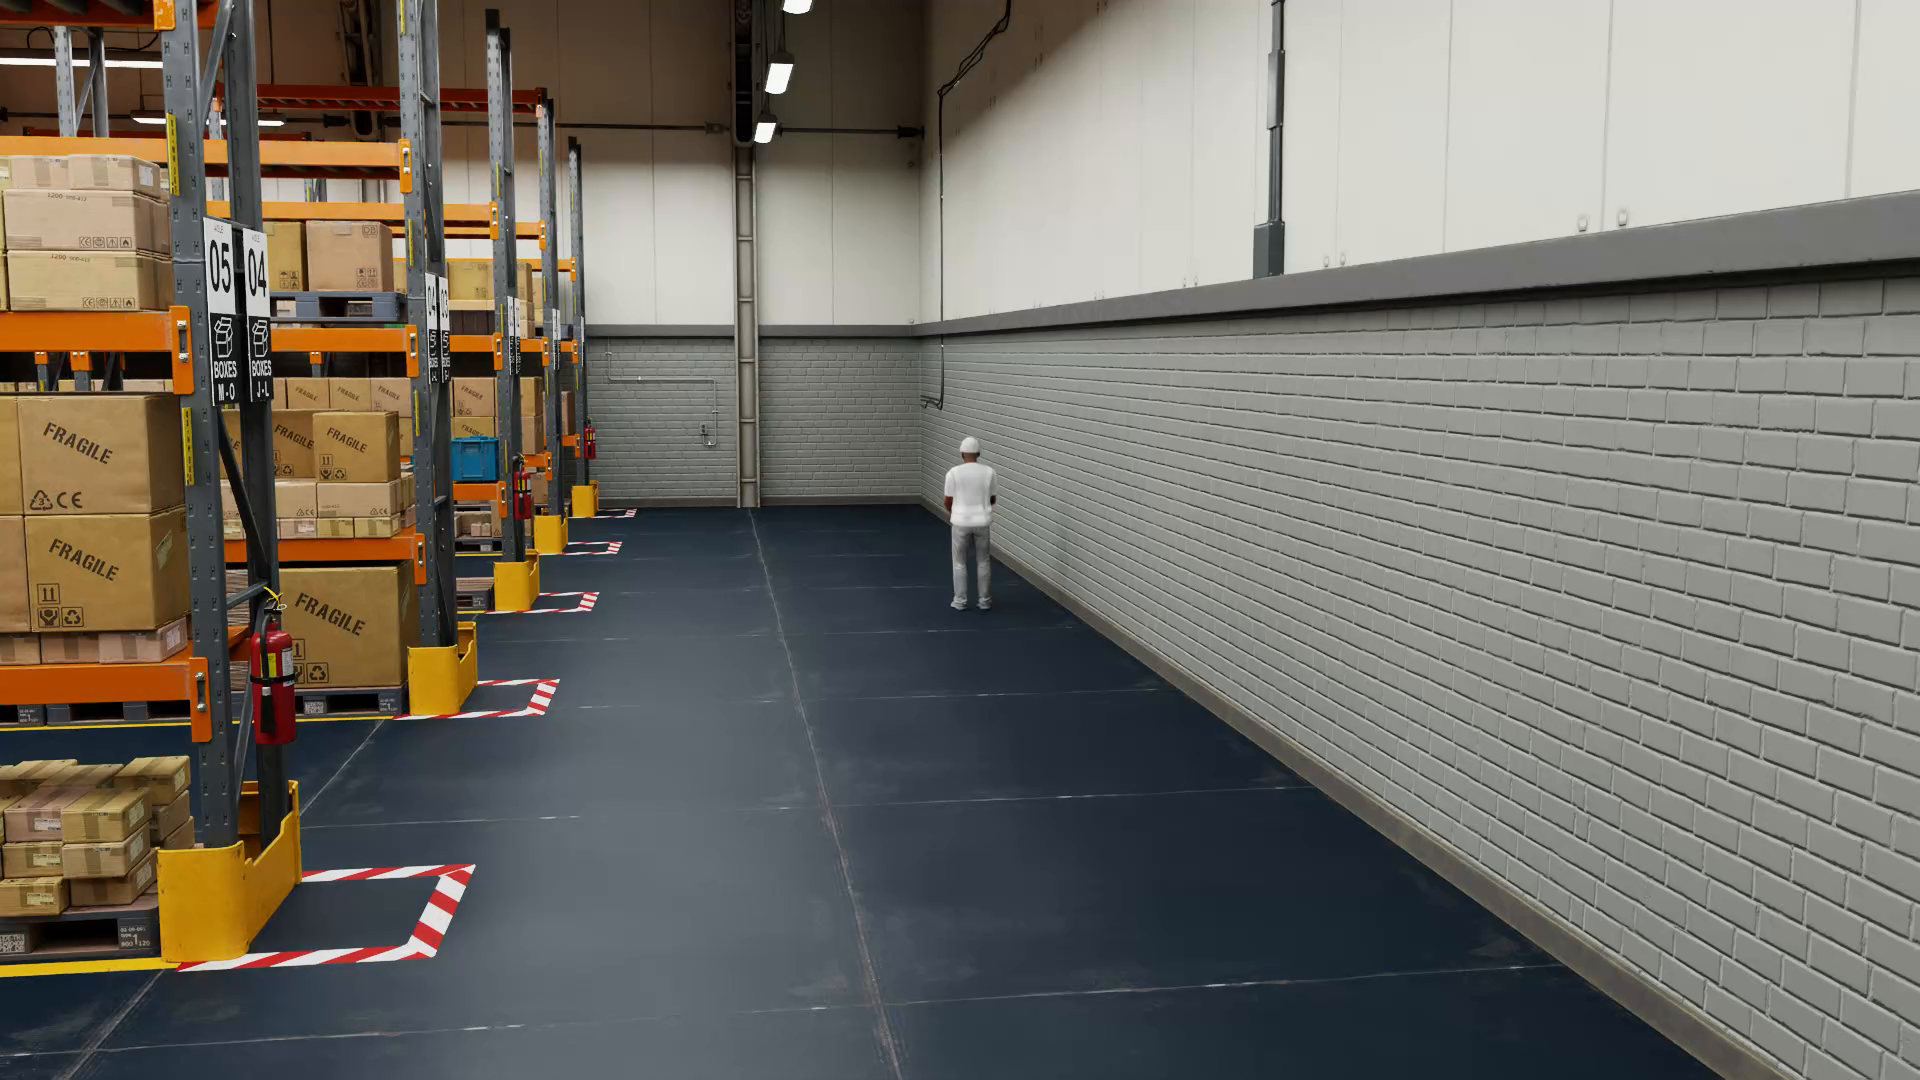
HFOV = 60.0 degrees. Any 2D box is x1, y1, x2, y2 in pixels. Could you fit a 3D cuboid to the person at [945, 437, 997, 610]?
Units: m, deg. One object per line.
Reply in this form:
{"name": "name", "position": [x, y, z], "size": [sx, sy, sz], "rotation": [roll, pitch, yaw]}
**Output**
{"name": "person", "position": [0.099, -0.178, 17.169], "size": [0.548, 1.770, 0.541], "rotation": [-1, 7, -9]}
